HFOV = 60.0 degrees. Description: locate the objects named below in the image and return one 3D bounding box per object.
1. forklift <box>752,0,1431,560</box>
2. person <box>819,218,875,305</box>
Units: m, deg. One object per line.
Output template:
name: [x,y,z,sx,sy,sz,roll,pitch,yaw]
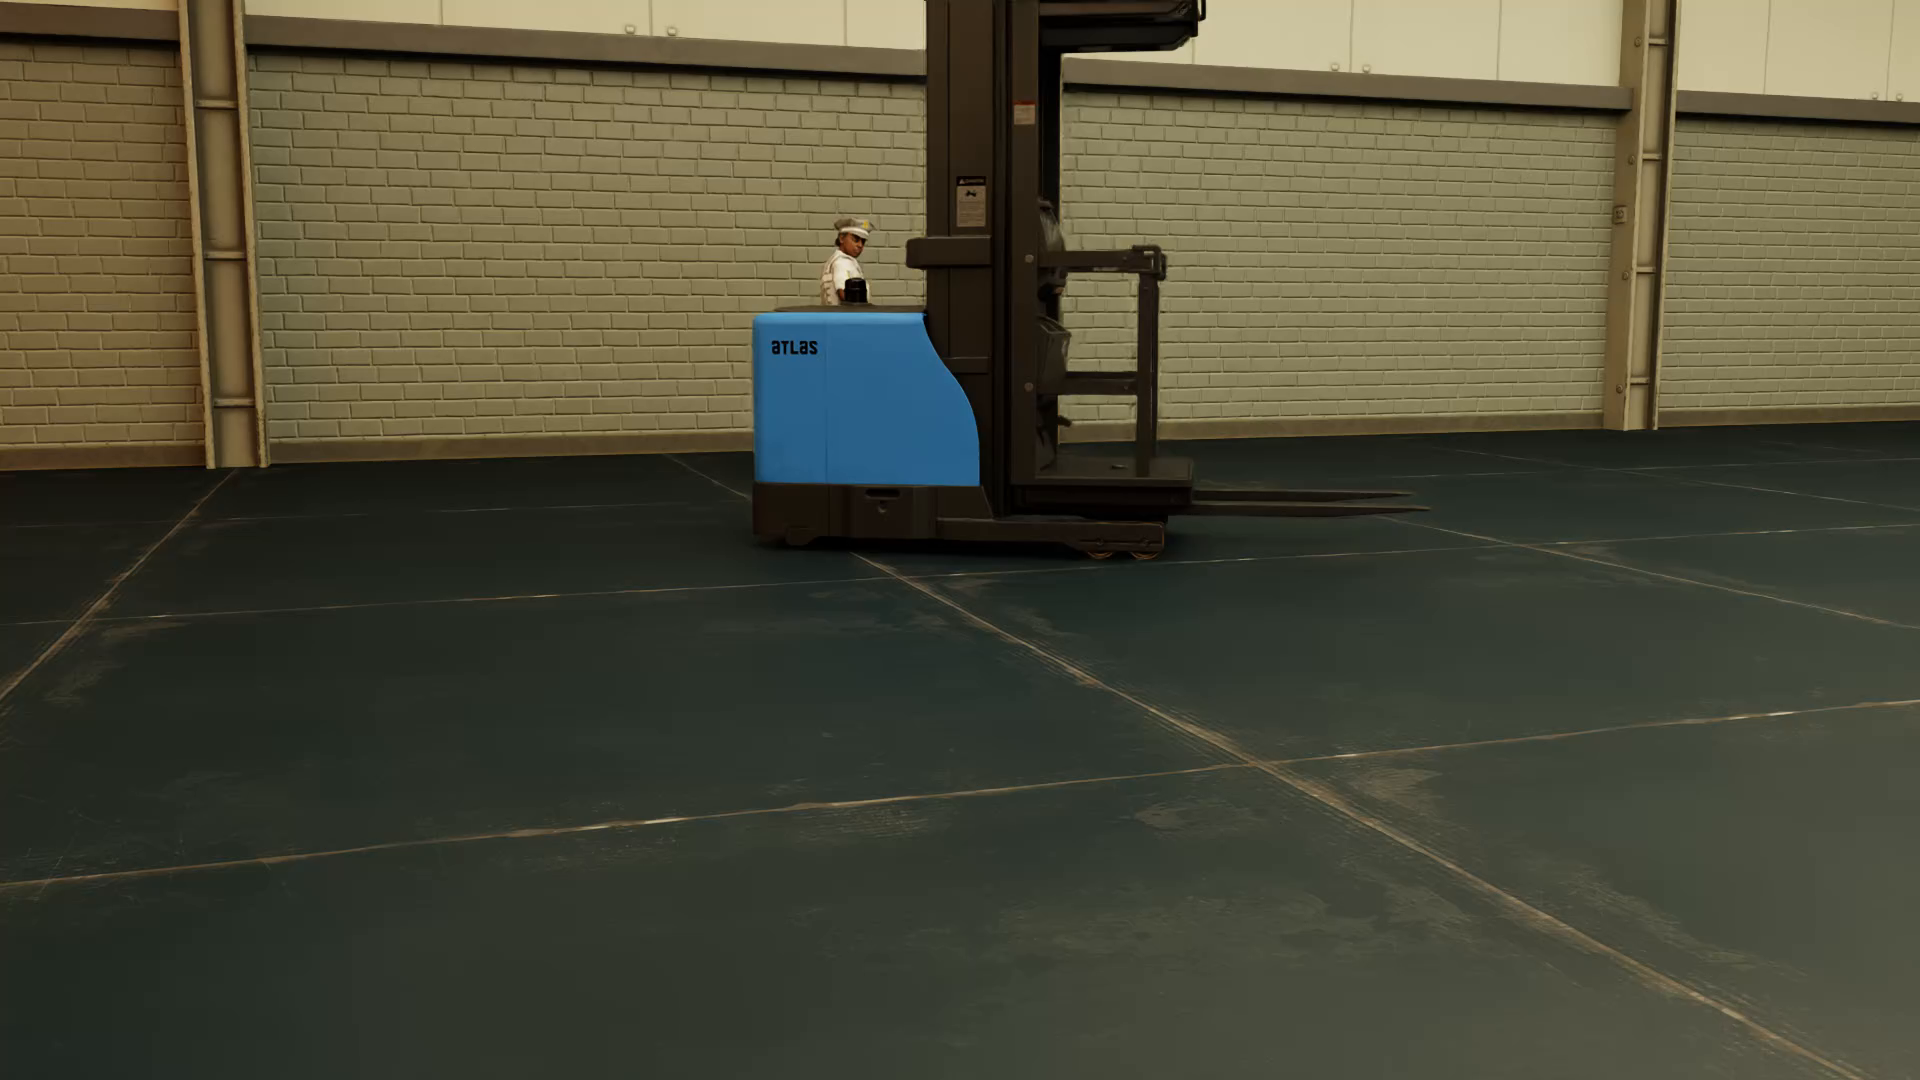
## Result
forklift: [0.609,-1.442,7.648,3.031,2.935,1.130,1,8,8]
person: [-0.689,-1.263,10.854,0.487,1.646,0.624,-4,9,-25]
